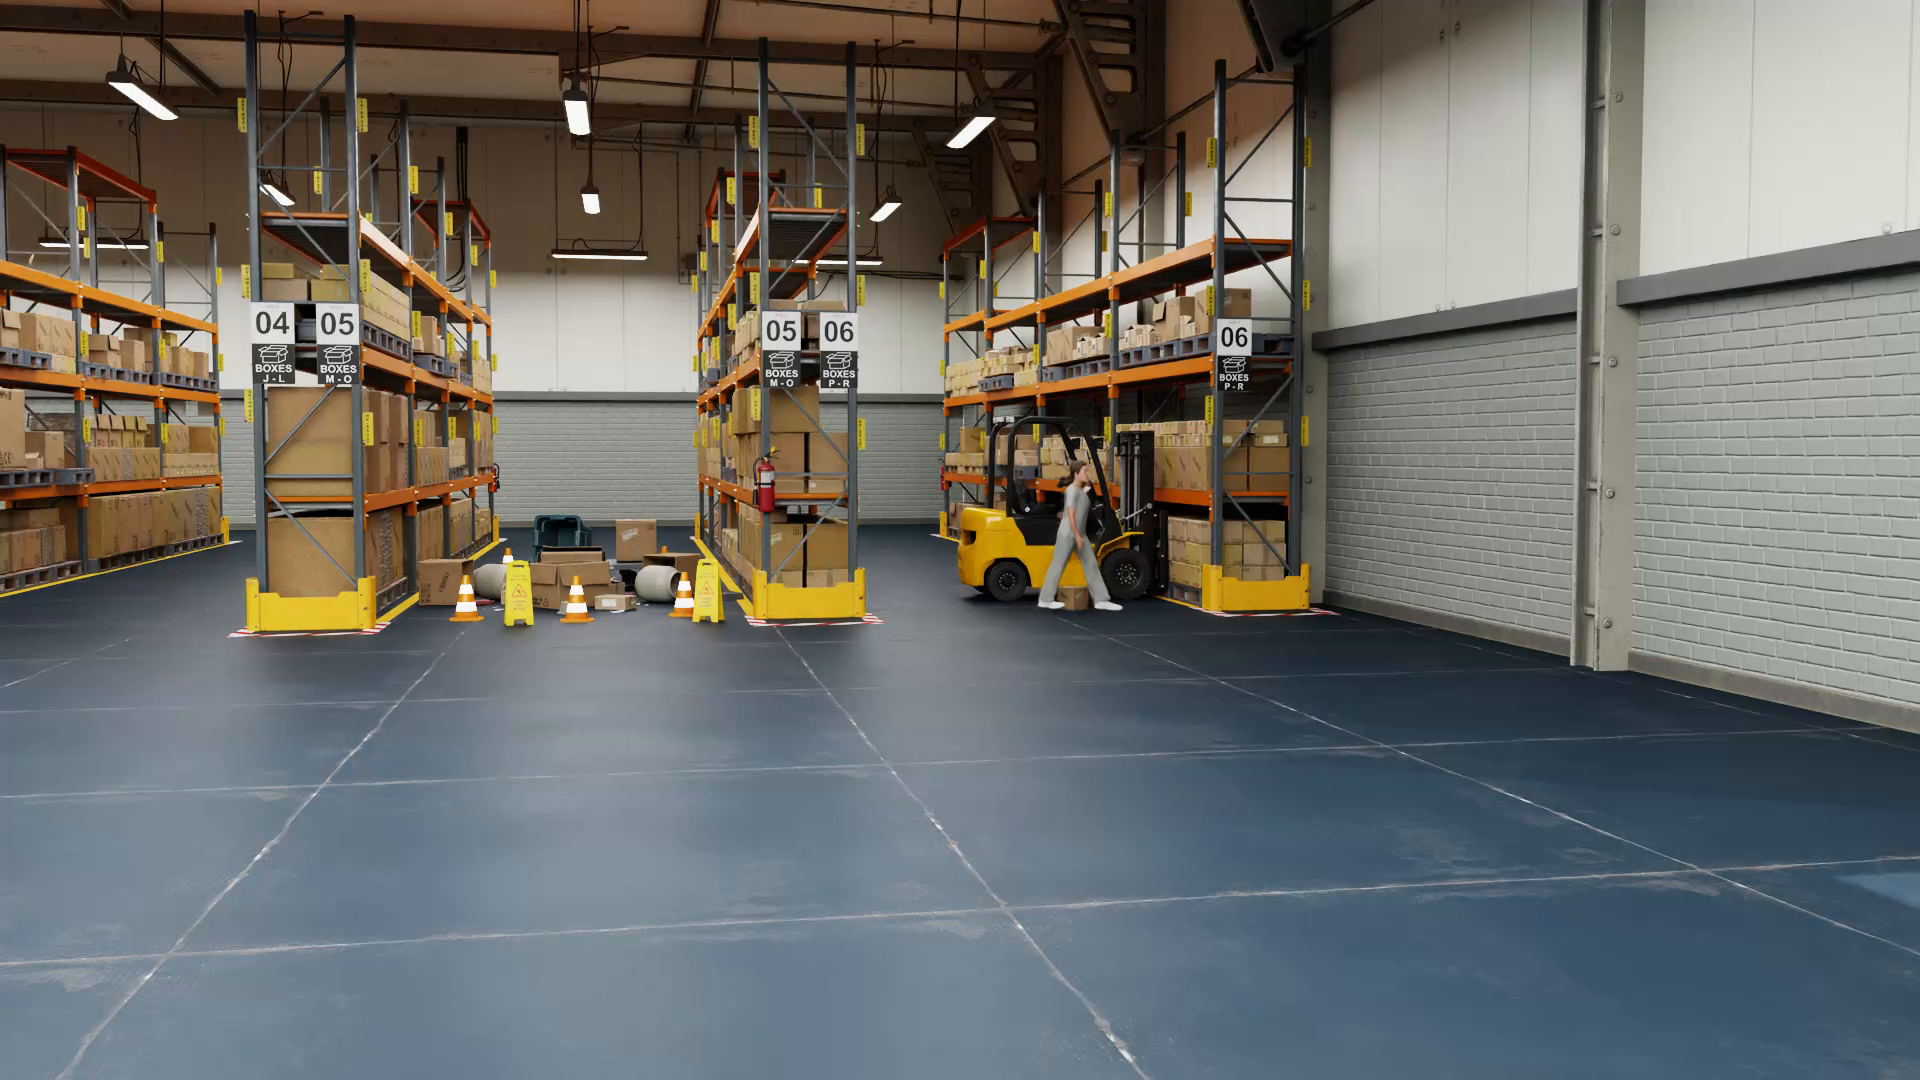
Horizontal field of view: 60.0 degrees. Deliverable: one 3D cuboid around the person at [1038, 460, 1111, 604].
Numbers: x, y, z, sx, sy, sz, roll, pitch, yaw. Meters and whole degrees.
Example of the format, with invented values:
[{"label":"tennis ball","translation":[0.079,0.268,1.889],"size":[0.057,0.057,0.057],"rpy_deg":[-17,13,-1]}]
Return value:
[{"label":"person","translation":[1.223,-0.086,18.019],"size":[0.804,1.551,0.469],"rpy_deg":[1,3,26]}]
